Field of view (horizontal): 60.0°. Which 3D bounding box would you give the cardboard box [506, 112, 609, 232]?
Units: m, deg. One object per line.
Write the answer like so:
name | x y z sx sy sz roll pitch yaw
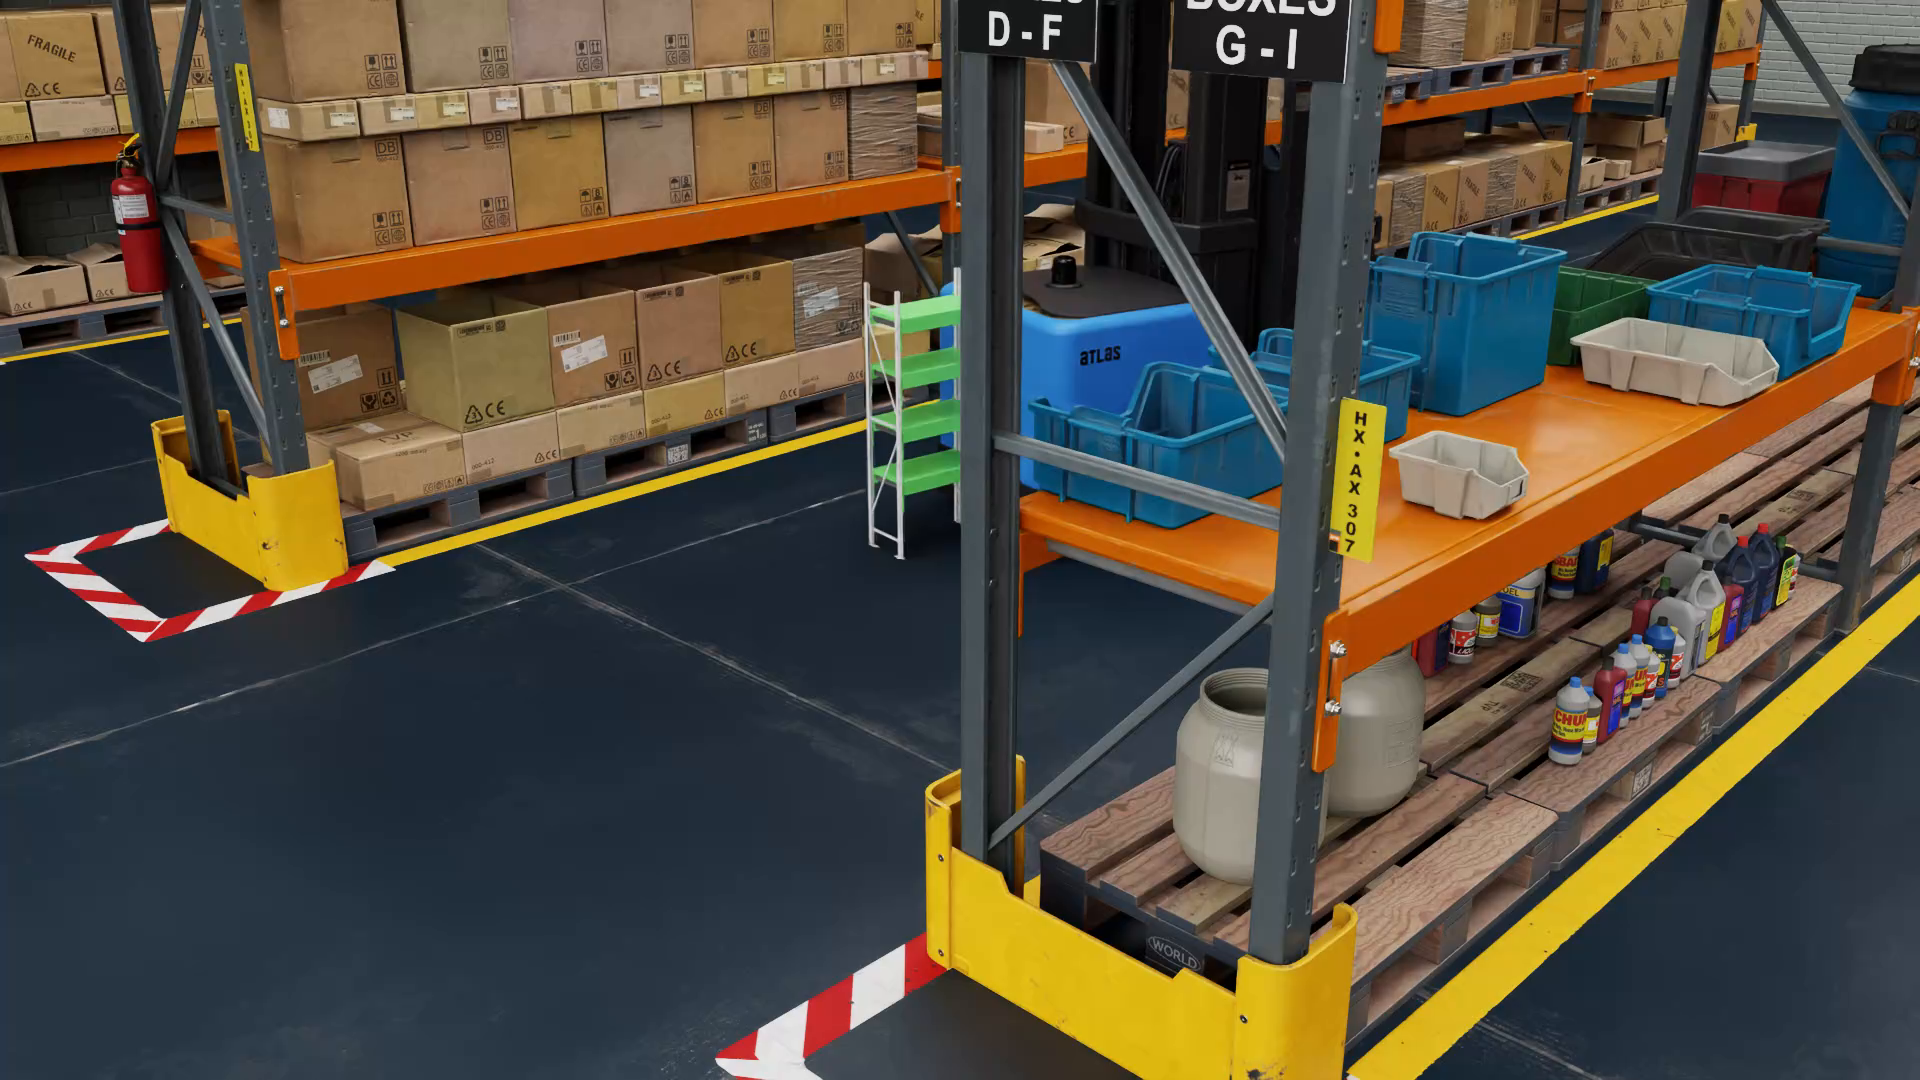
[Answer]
cardboard box | -2.098 -1.794 7.923 0.700 0.500 0.500 19 28 41

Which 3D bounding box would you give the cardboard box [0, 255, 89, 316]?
cardboard box | -6.151 -1.713 10.985 0.500 0.311 0.500 15 26 35

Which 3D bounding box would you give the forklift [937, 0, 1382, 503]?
forklift | 1.411 -1.692 7.892 3.031 2.935 1.130 -13 24 -30

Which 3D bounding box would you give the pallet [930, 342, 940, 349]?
pallet | 0.130 -1.294 10.648 1.003 0.211 1.213 19 28 41

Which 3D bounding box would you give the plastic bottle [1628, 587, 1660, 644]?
plastic bottle | 2.396 0.291 5.810 0.061 0.283 0.133 19 28 41

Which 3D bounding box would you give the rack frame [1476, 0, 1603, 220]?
rack frame | 5.225 -4.453 14.980 1.000 3.000 0.127 19 28 41

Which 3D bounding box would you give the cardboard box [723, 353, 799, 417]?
cardboard box | -1.217 -0.877 8.923 0.500 0.250 0.500 19 28 41

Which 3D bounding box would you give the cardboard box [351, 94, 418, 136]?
cardboard box | -2.536 -1.834 7.121 0.380 0.149 0.250 18 28 39

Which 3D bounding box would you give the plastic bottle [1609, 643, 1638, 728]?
plastic bottle | 2.127 0.464 5.376 0.097 0.271 0.097 0 21 0

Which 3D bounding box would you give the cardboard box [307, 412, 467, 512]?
cardboard box | -2.613 -0.363 7.586 0.500 0.250 0.500 19 28 41

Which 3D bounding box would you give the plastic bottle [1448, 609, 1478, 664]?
plastic bottle | 1.762 0.324 5.838 0.097 0.201 0.097 0 21 0

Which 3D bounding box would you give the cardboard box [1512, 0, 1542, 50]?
cardboard box | 4.734 -4.630 14.715 0.700 0.500 0.500 9 23 23

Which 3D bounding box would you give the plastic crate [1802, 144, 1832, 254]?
plastic crate | 3.737 -1.510 7.345 0.392 0.384 0.575 19 28 41

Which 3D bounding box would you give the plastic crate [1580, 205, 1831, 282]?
plastic crate | 2.734 -1.024 6.145 0.767 0.338 0.504 19 28 41

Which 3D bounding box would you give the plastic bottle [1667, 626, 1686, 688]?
plastic bottle | 2.410 0.393 5.659 0.097 0.201 0.097 0 21 0

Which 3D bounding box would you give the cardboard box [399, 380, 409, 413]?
cardboard box | -2.644 -0.624 8.266 0.500 0.250 0.500 19 28 41

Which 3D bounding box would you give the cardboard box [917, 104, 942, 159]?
cardboard box | -0.044 -2.464 10.014 0.500 0.250 0.500 -18 27 -39

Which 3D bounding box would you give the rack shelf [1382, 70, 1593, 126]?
rack shelf | 3.830 -3.603 13.771 1.077 0.370 4.000 19 28 41

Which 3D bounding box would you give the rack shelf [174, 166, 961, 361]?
rack shelf | -1.751 -1.547 8.421 1.077 0.370 4.000 19 28 41

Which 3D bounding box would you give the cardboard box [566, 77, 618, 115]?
cardboard box | -1.821 -2.097 7.805 0.380 0.149 0.250 19 28 40

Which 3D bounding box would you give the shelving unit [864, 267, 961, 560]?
shelving unit | -0.138 -0.560 7.359 0.503 1.200 0.258 -16 26 -35

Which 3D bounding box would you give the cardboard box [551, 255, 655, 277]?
cardboard box | -1.948 -1.232 8.802 0.500 0.500 0.500 19 28 41

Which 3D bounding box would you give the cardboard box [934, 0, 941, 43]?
cardboard box | -0.223 -5.052 15.955 0.500 0.500 0.500 -19 28 -40

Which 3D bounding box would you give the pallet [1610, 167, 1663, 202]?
pallet | 6.556 -3.643 16.759 1.003 0.211 1.213 19 28 41

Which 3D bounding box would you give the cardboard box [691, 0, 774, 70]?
cardboard box | -1.362 -2.675 8.405 0.700 0.500 0.500 19 28 41

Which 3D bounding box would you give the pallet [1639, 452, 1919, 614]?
pallet | 3.711 -0.066 7.452 1.003 0.211 1.213 19 28 41

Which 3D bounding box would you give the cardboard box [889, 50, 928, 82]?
cardboard box | -0.392 -2.623 9.174 0.380 0.149 0.250 19 28 41

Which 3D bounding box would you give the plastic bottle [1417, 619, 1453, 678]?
plastic bottle | 1.639 0.321 5.730 0.061 0.283 0.133 19 28 41

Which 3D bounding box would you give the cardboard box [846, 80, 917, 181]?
cardboard box | -0.661 -2.328 9.311 0.700 0.500 0.500 18 28 39

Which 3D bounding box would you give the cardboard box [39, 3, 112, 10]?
cardboard box | -5.806 -3.332 11.199 0.500 0.500 0.500 18 28 39

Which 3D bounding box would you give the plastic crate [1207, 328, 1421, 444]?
plastic crate | 0.992 -0.428 4.713 0.499 0.251 0.408 19 28 41

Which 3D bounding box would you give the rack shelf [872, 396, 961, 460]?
rack shelf | -0.138 -0.500 7.381 0.480 0.148 0.258 -16 26 -35

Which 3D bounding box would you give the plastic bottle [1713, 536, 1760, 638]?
plastic bottle | 2.814 0.162 6.051 0.144 0.351 0.185 18 27 38

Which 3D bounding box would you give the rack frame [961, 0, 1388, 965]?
rack frame | 0.400 -0.128 3.726 1.000 3.000 0.127 19 28 41

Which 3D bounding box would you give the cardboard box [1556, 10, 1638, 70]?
cardboard box | 5.776 -4.563 15.125 0.500 0.500 0.500 -19 28 -41

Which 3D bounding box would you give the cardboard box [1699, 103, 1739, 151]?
cardboard box | 7.813 -4.319 17.500 0.500 0.500 0.500 19 28 41

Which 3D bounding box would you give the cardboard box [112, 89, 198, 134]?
cardboard box | -5.418 -2.859 11.014 0.500 0.250 0.500 19 28 40

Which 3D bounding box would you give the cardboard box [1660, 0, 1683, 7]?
cardboard box | 6.474 -5.282 15.603 0.500 0.500 0.500 18 28 39

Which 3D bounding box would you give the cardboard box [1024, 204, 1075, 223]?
cardboard box | 0.783 -2.138 11.422 0.500 0.311 0.500 19 28 40

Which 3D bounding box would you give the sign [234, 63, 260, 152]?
sign | -2.753 -1.669 6.419 0.100 0.325 0.005 19 28 41

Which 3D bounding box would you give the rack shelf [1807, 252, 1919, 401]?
rack shelf | 4.586 -1.334 7.868 1.077 0.370 4.000 19 28 41

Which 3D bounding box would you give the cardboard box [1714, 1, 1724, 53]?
cardboard box | 7.187 -5.084 16.481 0.500 0.500 0.500 20 28 41

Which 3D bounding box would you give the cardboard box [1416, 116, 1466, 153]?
cardboard box | 4.015 -3.521 14.381 0.500 0.250 0.500 19 28 41

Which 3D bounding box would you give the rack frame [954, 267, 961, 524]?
rack frame | 0.053 -0.614 7.500 0.015 1.200 0.240 -16 26 -35

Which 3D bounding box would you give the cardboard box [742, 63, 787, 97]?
cardboard box | -1.103 -2.362 8.494 0.380 0.149 0.250 19 28 40

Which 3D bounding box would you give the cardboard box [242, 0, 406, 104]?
cardboard box | -2.774 -2.151 7.043 0.700 0.500 0.500 19 28 41

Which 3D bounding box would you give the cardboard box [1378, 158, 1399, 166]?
cardboard box | 3.280 -2.896 13.798 0.500 0.500 0.500 18 27 39

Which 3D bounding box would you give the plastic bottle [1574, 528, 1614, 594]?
plastic bottle | 2.434 0.015 6.434 0.144 0.351 0.185 19 28 41

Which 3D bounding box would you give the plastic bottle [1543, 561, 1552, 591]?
plastic bottle | 2.199 0.027 6.402 0.144 0.351 0.185 18 27 38

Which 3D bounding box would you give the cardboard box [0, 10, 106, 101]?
cardboard box | -5.798 -3.069 10.514 0.500 0.500 0.500 19 28 41

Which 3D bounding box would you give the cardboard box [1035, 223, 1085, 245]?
cardboard box | 0.824 -1.876 10.739 0.500 0.311 0.500 18 27 39

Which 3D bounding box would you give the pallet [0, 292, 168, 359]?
pallet | -6.053 -1.525 11.249 1.003 0.211 1.213 19 28 41

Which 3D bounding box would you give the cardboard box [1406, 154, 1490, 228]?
cardboard box | 4.032 -2.908 13.831 0.500 0.500 0.500 18 27 39

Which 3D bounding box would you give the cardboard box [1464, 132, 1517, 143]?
cardboard box | 4.713 -3.428 15.184 0.500 0.500 0.500 18 27 38

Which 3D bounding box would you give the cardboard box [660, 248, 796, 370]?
cardboard box | -1.226 -1.230 8.797 0.500 0.500 0.500 19 28 41

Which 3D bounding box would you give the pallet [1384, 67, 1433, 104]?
pallet | 2.857 -3.527 12.838 1.213 0.211 1.003 19 28 41
